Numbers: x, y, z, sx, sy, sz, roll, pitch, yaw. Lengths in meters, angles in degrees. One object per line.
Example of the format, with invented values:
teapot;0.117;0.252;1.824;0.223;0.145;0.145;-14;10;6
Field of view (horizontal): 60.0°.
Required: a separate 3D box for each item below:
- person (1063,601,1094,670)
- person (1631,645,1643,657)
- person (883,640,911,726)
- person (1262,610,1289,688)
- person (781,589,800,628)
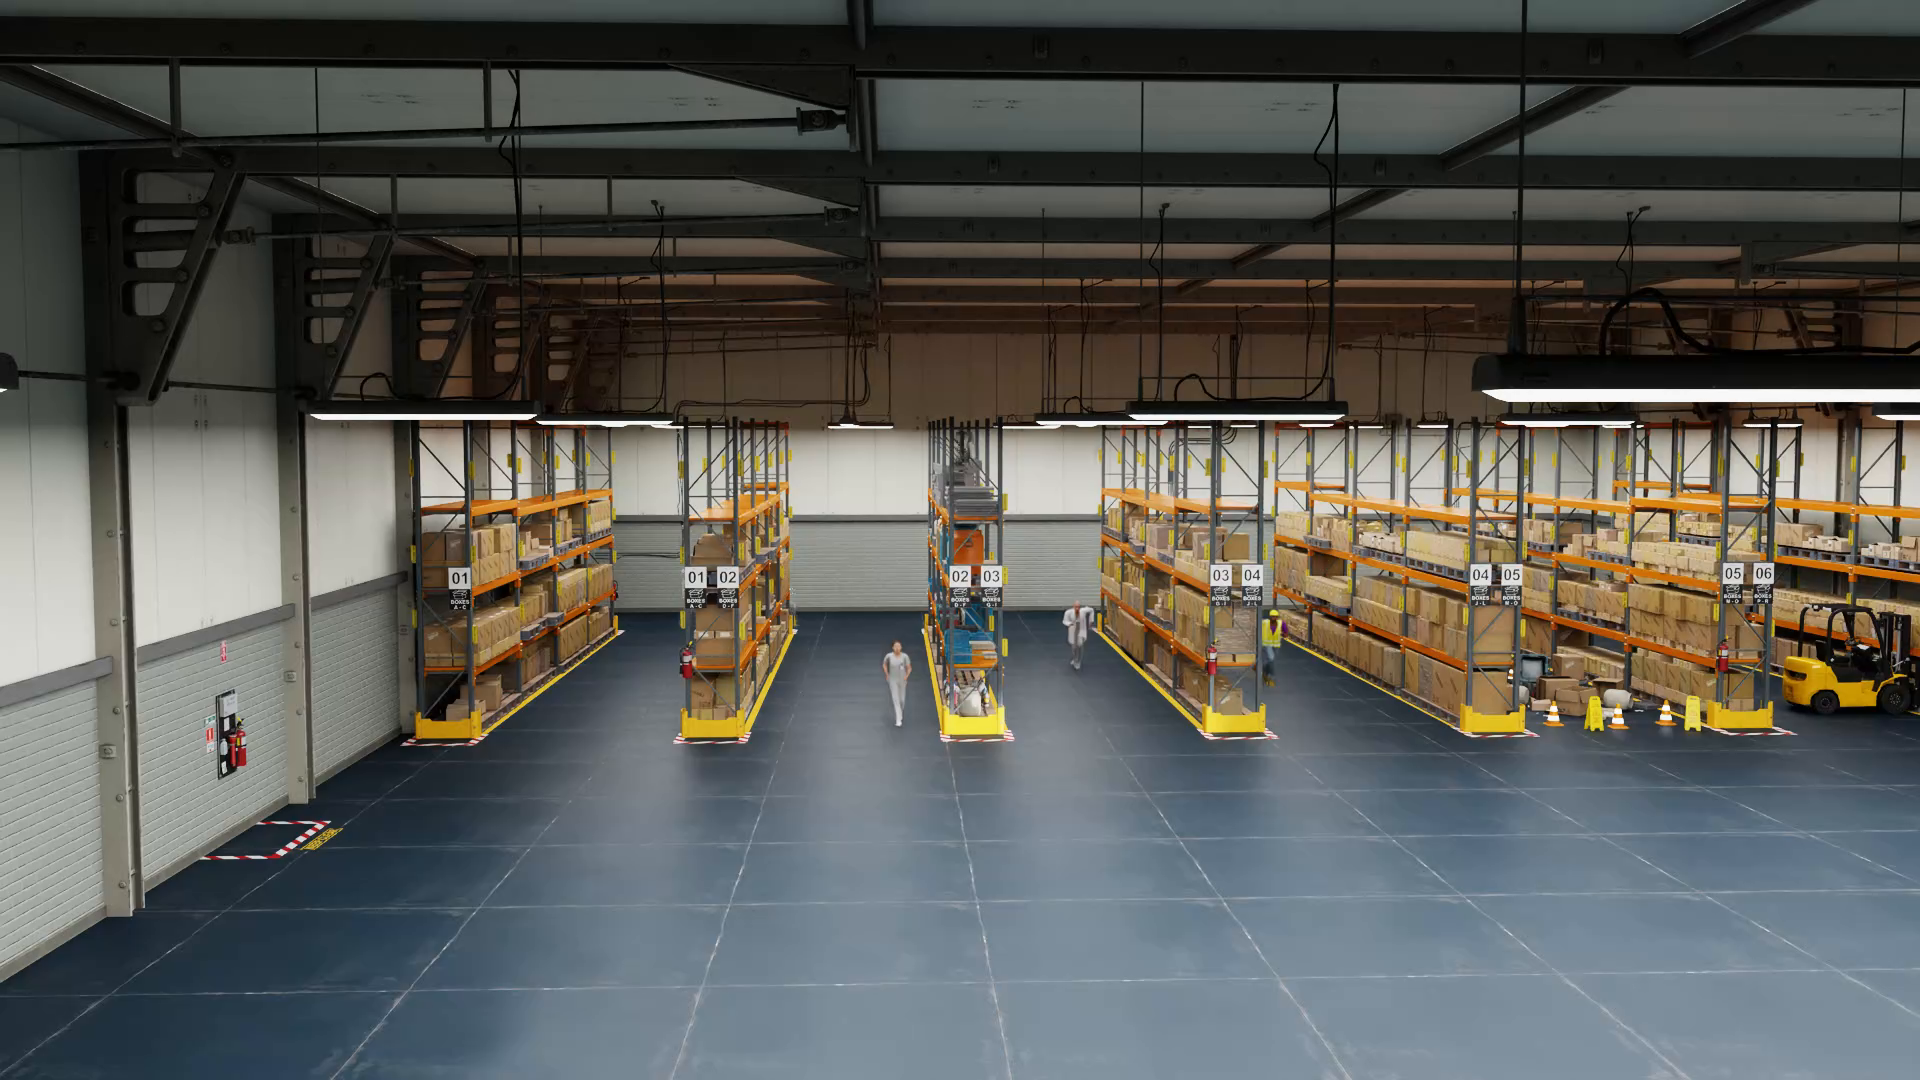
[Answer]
person;2.859;2.295;40.207;0.748;1.714;1.061;0;4;5
person;16.471;2.207;40.321;0.670;1.778;0.991;0;4;-1
person;-1.234;2.778;32.670;0.553;1.654;0.836;0;4;-7
person;7.000;2.424;37.450;0.689;1.767;0.957;-1;4;-11
person;-5.124;1.688;48.452;0.826;1.811;0.659;1;4;9
